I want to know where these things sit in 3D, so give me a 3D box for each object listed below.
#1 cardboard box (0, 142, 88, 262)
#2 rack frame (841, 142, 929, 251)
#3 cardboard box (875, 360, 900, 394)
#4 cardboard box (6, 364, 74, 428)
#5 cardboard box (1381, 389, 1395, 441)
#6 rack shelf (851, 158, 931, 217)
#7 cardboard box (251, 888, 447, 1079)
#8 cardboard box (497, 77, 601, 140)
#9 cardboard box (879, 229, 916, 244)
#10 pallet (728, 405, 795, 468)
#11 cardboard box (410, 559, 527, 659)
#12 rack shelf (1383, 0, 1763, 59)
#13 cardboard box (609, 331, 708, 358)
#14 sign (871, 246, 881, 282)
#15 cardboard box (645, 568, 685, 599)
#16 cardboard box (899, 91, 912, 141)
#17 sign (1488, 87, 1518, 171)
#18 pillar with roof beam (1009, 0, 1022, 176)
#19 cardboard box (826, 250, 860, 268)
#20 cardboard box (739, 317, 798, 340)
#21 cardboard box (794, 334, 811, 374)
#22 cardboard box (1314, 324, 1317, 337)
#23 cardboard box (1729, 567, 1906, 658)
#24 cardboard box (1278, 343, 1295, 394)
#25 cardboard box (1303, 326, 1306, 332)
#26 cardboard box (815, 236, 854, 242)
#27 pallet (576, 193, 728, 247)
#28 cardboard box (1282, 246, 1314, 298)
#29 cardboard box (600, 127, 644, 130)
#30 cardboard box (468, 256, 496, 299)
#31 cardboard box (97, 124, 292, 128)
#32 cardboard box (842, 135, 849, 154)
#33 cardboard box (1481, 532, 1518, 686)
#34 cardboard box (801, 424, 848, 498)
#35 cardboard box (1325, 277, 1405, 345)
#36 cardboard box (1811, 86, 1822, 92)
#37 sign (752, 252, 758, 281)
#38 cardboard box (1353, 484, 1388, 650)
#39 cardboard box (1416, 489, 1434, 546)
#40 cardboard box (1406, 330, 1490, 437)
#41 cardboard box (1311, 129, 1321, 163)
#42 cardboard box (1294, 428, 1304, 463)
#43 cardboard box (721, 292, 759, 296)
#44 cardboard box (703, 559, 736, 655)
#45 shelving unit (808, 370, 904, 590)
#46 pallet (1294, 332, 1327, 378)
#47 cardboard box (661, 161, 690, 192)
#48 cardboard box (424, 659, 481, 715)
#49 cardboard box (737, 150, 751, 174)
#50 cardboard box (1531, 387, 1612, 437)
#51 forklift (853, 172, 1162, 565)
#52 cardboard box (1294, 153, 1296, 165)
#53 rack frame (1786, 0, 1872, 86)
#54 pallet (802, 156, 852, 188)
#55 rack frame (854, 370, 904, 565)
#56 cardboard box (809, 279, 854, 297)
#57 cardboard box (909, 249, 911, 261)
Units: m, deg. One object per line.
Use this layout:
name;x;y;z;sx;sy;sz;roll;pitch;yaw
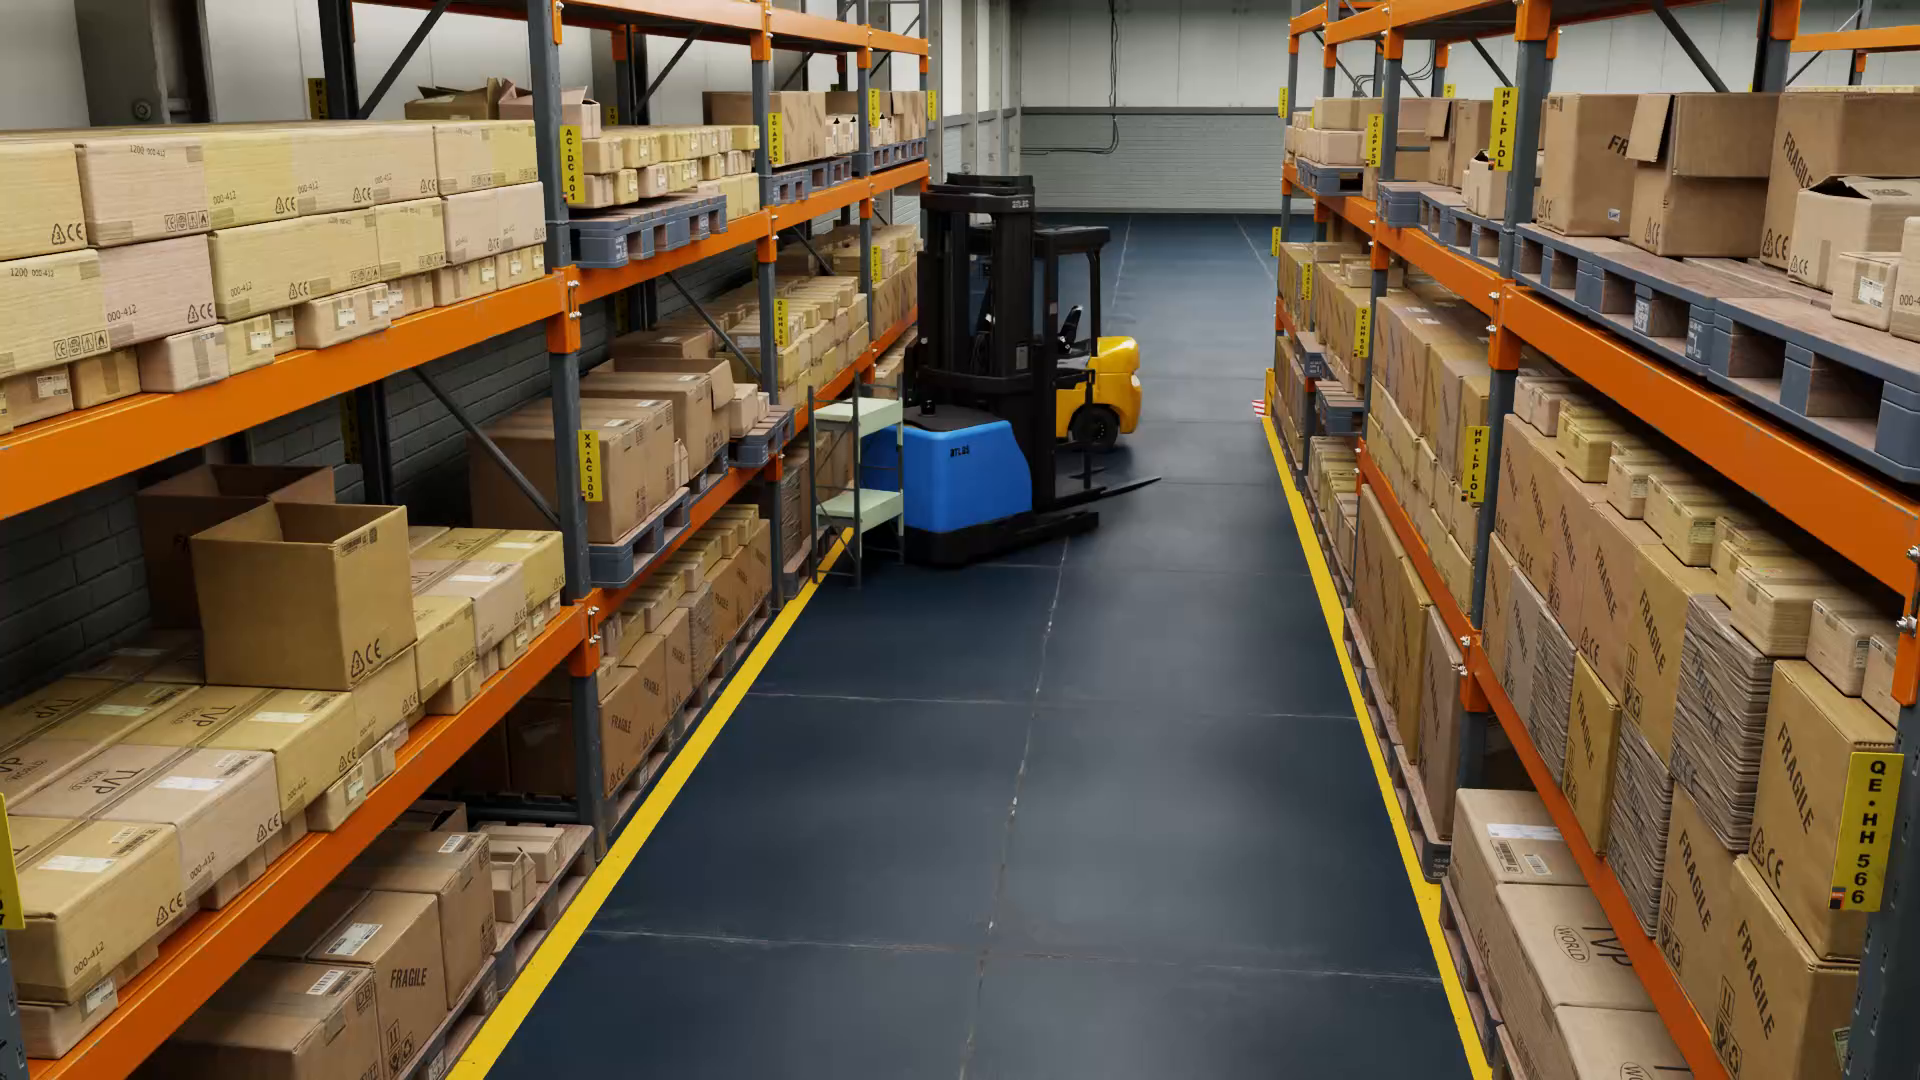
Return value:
cardboard box;-2.362;-0.761;3.744;0.500;0.250;0.500;2;15;6
rack frame;-0.857;-3.043;19.168;1.000;3.000;0.127;2;15;6
cardboard box;-0.874;-1.612;16.424;0.500;0.250;0.500;2;15;6
cardboard box;-2.391;-0.364;3.997;0.380;0.149;0.250;2;15;7
cardboard box;2.811;-0.733;9.957;0.500;0.250;0.500;2;15;8
rack shelf;-1.082;-3.625;16.952;1.077;0.370;4.000;2;15;6
cardboard box;-2.205;1.600;5.981;0.500;0.500;0.500;2;15;7
cardboard box;-1.830;-1.919;7.389;0.396;0.266;0.258;2;15;6
cardboard box;-0.687;-3.315;18.171;0.380;0.149;0.250;2;15;8
pallet;-1.766;-0.697;10.862;1.213;0.211;1.003;2;15;6
cardboard box;-2.068;0.268;6.642;0.500;0.250;0.500;2;15;6
rack shelf;2.947;-2.660;8.402;1.077;0.370;4.000;2;15;6
cardboard box;-1.973;-1.090;10.950;0.500;0.500;0.500;2;15;9
sign;-0.768;-2.512;15.141;0.100;0.325;0.005;2;15;6
cardboard box;-1.819;0.264;9.681;0.380;0.149;0.250;2;15;6
cardboard box;-0.879;-4.405;17.273;0.700;0.500;0.500;2;15;7
sign;2.182;-1.648;6.671;0.100;0.325;0.005;2;15;6
pillar with roof beam;5.832;-13.439;46.121;9.100;9.000;0.400;2;15;6
cardboard box;-1.055;-2.655;15.731;0.380;0.149;0.250;2;15;7
cardboard box;-1.398;-1.540;12.176;0.380;0.149;0.250;2;15;8
cardboard box;-1.409;-1.374;12.328;0.500;0.250;0.500;2;15;8
cardboard box;3.248;-1.807;14.276;0.380;0.149;0.250;2;15;7
cardboard box;2.062;0.173;3.925;0.380;0.149;0.250;2;15;6
cardboard box;3.653;-1.792;17.569;0.500;0.500;0.500;1;15;4
cardboard box;3.379;-1.896;15.409;0.380;0.149;0.250;2;15;8
cardboard box;-1.310;-3.067;17.252;0.380;0.149;0.250;2;15;7
pallet;-1.953;-1.724;8.904;1.213;0.211;1.003;2;15;6
cardboard box;3.692;-2.840;17.658;0.500;0.500;0.500;2;15;8
cardboard box;-2.160;-2.463;10.233;0.380;0.149;0.250;2;15;6
cardboard box;-2.027;-1.022;6.431;0.380;0.149;0.250;2;15;8
cardboard box;-2.649;-1.304;5.752;0.500;0.250;0.500;2;15;6
cardboard box;-1.130;-3.289;13.817;0.380;0.149;0.250;2;15;6
cardboard box;2.409;0.281;6.686;0.500;0.500;0.500;2;15;8
cardboard box;-1.451;-0.725;14.341;0.875;0.625;0.625;2;15;6
cardboard box;3.114;-1.750;12.822;0.500;0.500;0.500;1;15;4
cardboard box;8.507;-4.334;16.153;0.380;0.149;0.250;2;15;6
sign;-1.860;-2.477;15.267;0.100;0.325;0.005;2;15;6
cardboard box;3.013;0.177;10.527;0.875;0.875;0.875;2;15;6
cardboard box;2.656;-0.099;8.568;0.500;0.250;0.500;1;15;5
cardboard box;2.694;-0.839;8.913;0.500;0.500;0.500;2;15;7
cardboard box;3.104;-3.167;13.364;0.500;0.250;0.500;1;15;6
cardboard box;3.424;-0.897;15.695;0.500;0.250;0.500;2;15;9
cardboard box;-1.757;-1.953;13.703;0.380;0.149;0.250;2;15;6
cardboard box;-1.717;0.417;10.356;0.500;0.500;0.500;2;15;9
shelving unit;-0.770;-0.463;12.499;0.431;1.500;0.755;7;16;23
pallet;3.394;-1.573;14.102;1.003;0.211;1.213;2;15;6
cardboard box;-1.631;-1.904;8.697;0.380;0.149;0.250;2;15;8
cardboard box;-2.066;0.552;6.357;0.380;0.149;0.250;1;15;5
cardboard box;-1.560;-2.437;10.704;0.380;0.149;0.250;2;15;7
cardboard box;2.415;-0.488;6.371;0.380;0.149;0.250;2;15;7
forklift;0.523;-1.536;13.729;1.130;2.935;3.031;14;21;42
cardboard box;3.711;-4.009;17.477;0.380;0.149;0.250;2;15;8
rack frame;9.006;-5.674;17.406;1.000;3.000;0.127;2;15;6
pallet;-1.395;-3.132;14.117;0.805;0.209;1.217;1;15;4
rack frame;-0.621;-0.550;12.822;0.400;1.500;0.023;7;16;23
cardboard box;-1.137;-2.204;14.632;0.380;0.149;0.250;1;15;5
cardboard box;-0.729;-3.039;17.719;0.380;0.149;0.250;1;15;4
